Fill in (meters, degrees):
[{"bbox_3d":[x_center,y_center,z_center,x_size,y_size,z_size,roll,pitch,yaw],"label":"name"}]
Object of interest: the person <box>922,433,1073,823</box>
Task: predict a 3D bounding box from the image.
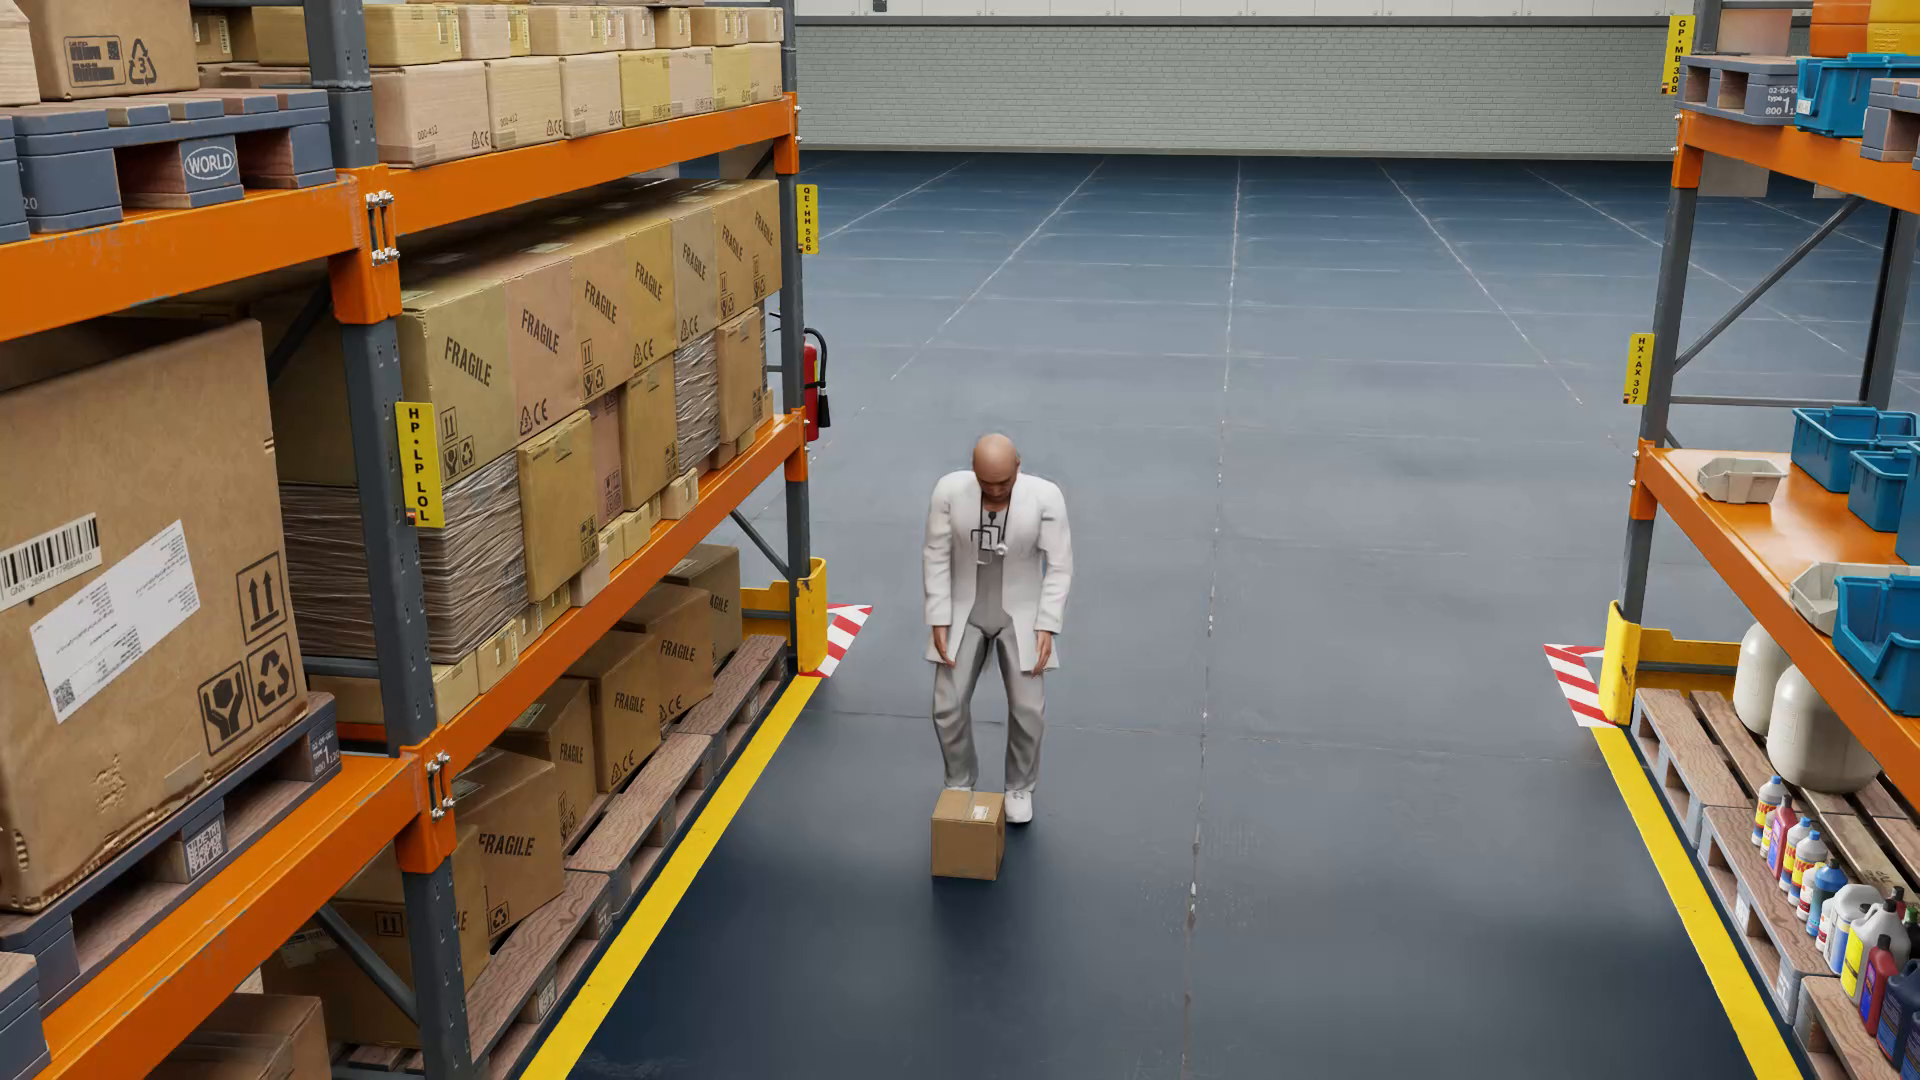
[{"bbox_3d":[0.152,0.336,6.740,0.611,1.654,0.523,3,18,10],"label":"person"}]
